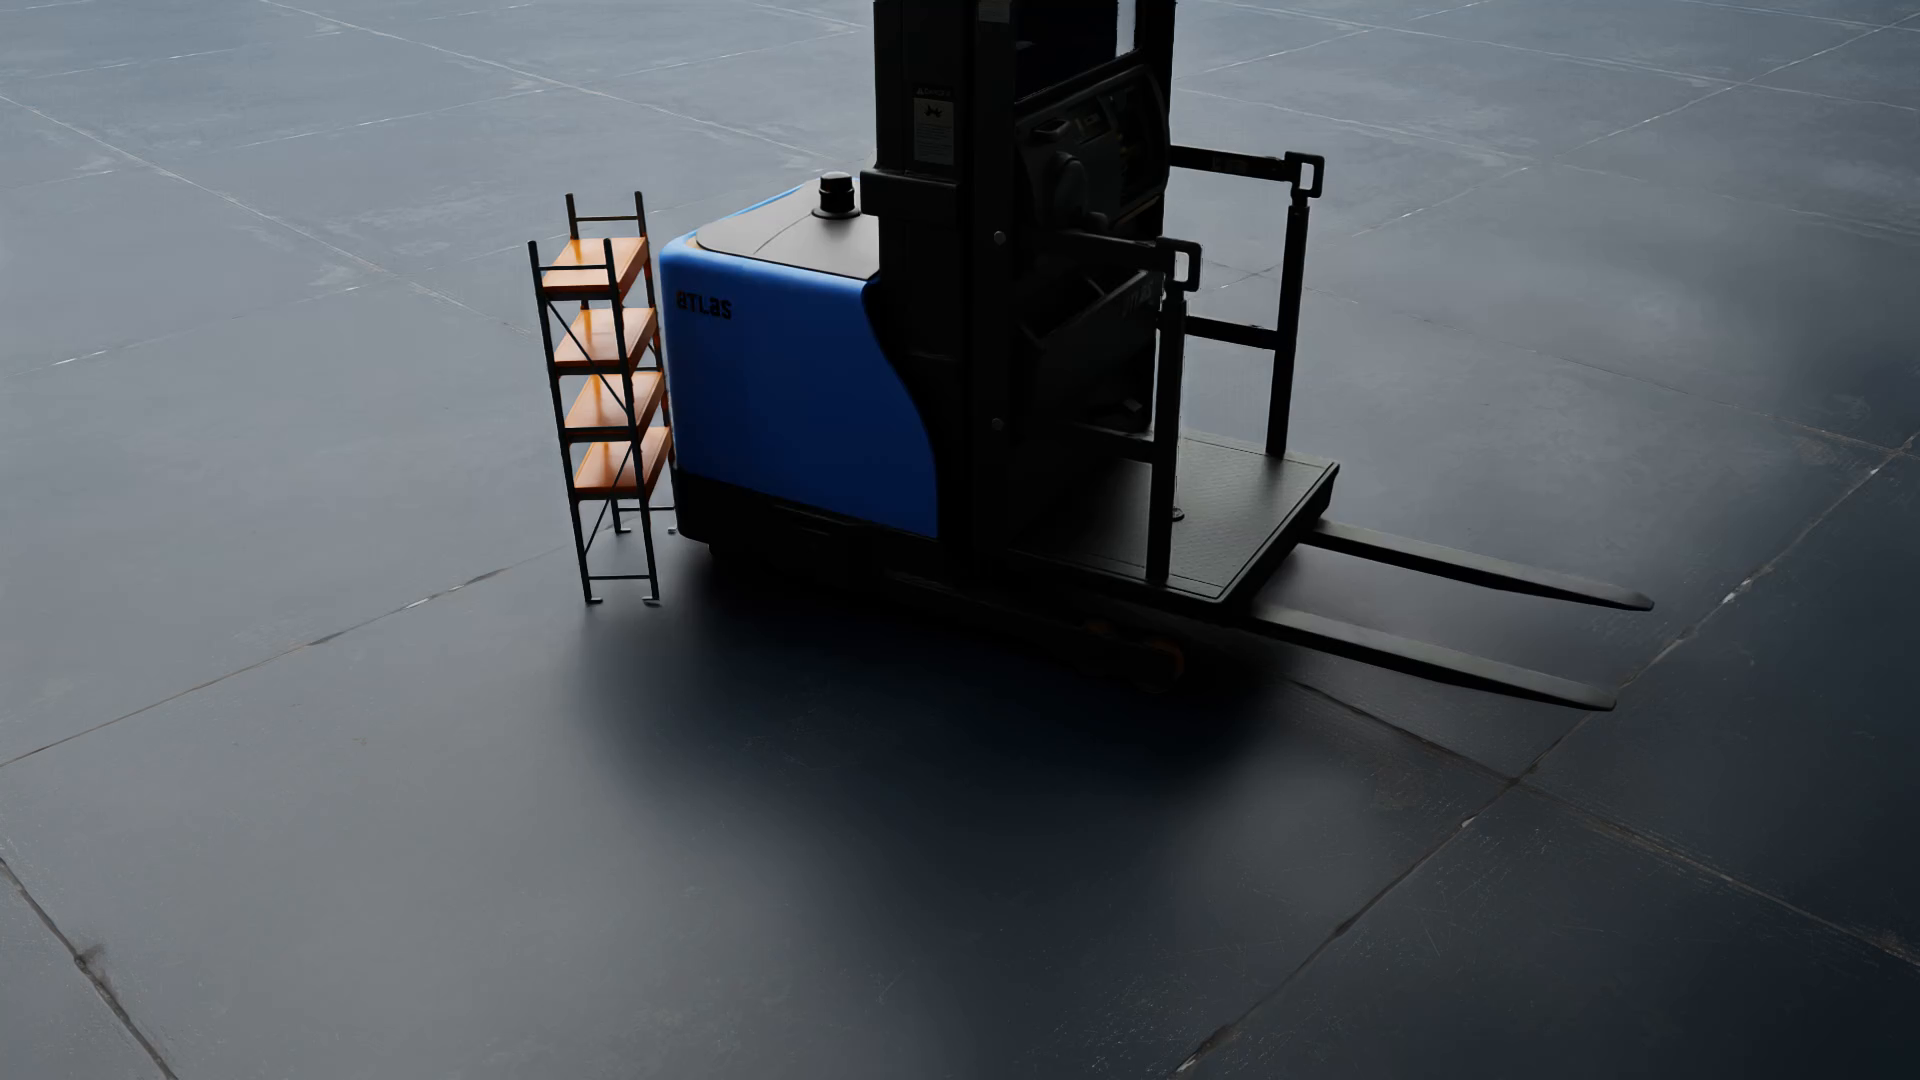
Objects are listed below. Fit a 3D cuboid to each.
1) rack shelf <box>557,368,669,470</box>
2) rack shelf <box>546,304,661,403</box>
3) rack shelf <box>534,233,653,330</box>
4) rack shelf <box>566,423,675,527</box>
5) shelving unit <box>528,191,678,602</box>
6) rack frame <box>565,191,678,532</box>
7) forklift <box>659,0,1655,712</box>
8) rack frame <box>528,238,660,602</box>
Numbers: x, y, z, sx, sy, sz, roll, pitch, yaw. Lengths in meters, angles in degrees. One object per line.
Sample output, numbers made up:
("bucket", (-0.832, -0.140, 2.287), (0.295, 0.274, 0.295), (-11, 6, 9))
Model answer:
("rack shelf", (-1.105, -0.392, 5.341), (0.258, 0.148, 0.480), (-1, 28, 2))
("rack shelf", (-1.113, -0.590, 5.237), (0.258, 0.148, 0.480), (-1, 28, 2))
("rack shelf", (-1.121, -0.799, 5.127), (0.258, 0.148, 0.480), (-1, 28, 2))
("rack shelf", (-1.099, -0.216, 5.433), (0.258, 0.148, 0.480), (-1, 28, 2))
("shelving unit", (-1.108, -0.451, 5.309), (0.258, 1.200, 0.503), (-1, 28, 2))
("rack frame", (-1.104, -0.565, 5.525), (0.240, 1.200, 0.015), (-1, 28, 2))
("forklift", (0.575, -1.129, 4.747), (3.031, 2.935, 1.130), (15, 31, 26))
("rack frame", (-1.111, -0.338, 5.093), (0.240, 1.200, 0.015), (-1, 28, 2))
